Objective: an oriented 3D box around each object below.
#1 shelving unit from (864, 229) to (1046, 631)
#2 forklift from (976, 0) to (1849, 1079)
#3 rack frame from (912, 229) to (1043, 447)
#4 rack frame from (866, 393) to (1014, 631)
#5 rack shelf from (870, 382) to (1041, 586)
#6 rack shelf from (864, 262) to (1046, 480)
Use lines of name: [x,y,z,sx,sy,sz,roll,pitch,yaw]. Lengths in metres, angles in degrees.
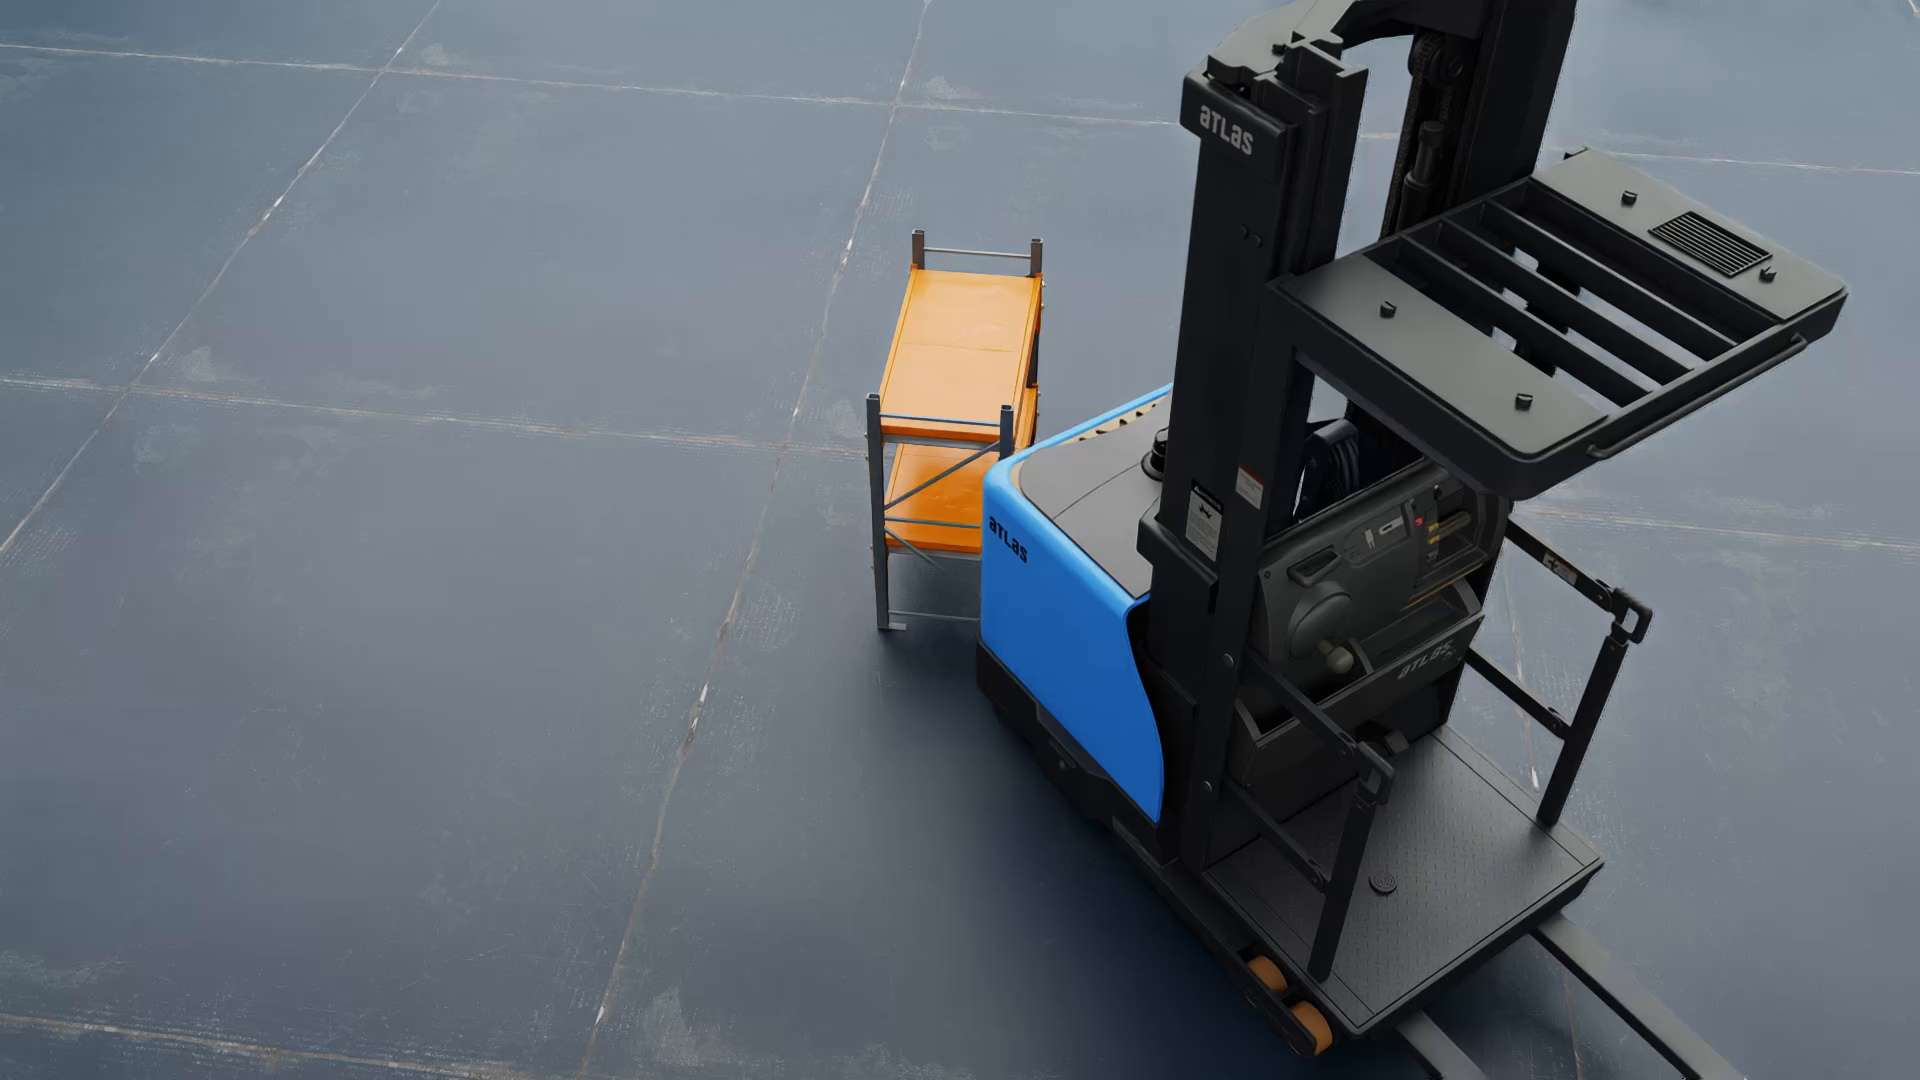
shelving unit: [-0.001,-0.404,6.358,0.538,1.125,1.048,5,44,6]
forklift: [1.306,0.130,4.481,1.130,2.935,3.031,-25,49,-24]
rack frame: [0.066,-0.750,6.724,0.500,1.125,0.032,5,44,6]
rack frame: [-0.068,-0.057,5.992,0.500,1.125,0.032,5,44,6]
rack shelf: [-0.001,-0.226,6.526,0.538,0.278,1.000,5,44,6]
rack shelf: [-0.001,-0.616,6.157,0.538,0.278,1.000,5,44,6]
